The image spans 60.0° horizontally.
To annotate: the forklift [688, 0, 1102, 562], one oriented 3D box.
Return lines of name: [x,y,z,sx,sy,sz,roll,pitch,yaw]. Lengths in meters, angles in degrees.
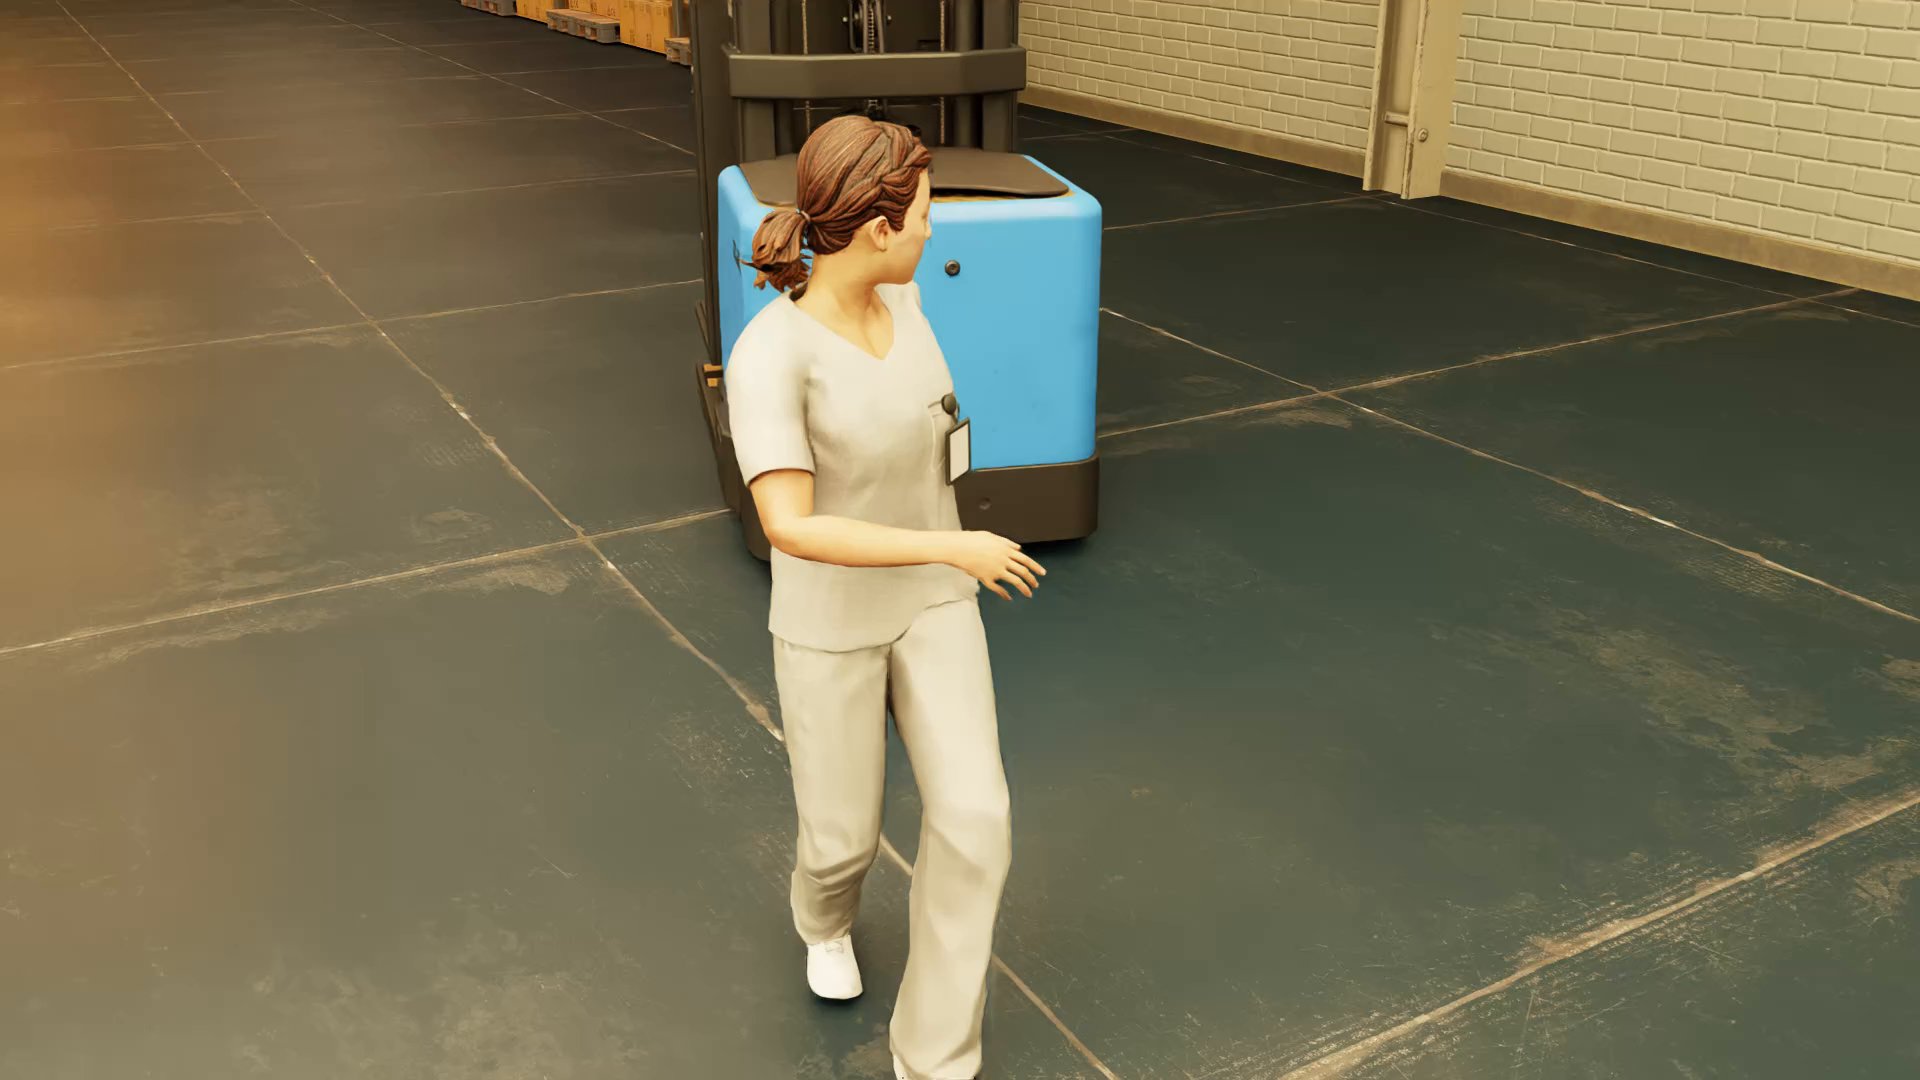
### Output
forklift: [-0.399,-1.819,5.707,1.130,2.935,3.031,-5,23,-11]

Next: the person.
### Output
person: [-0.135,0.143,2.711,0.475,1.630,0.875,-11,25,-24]
